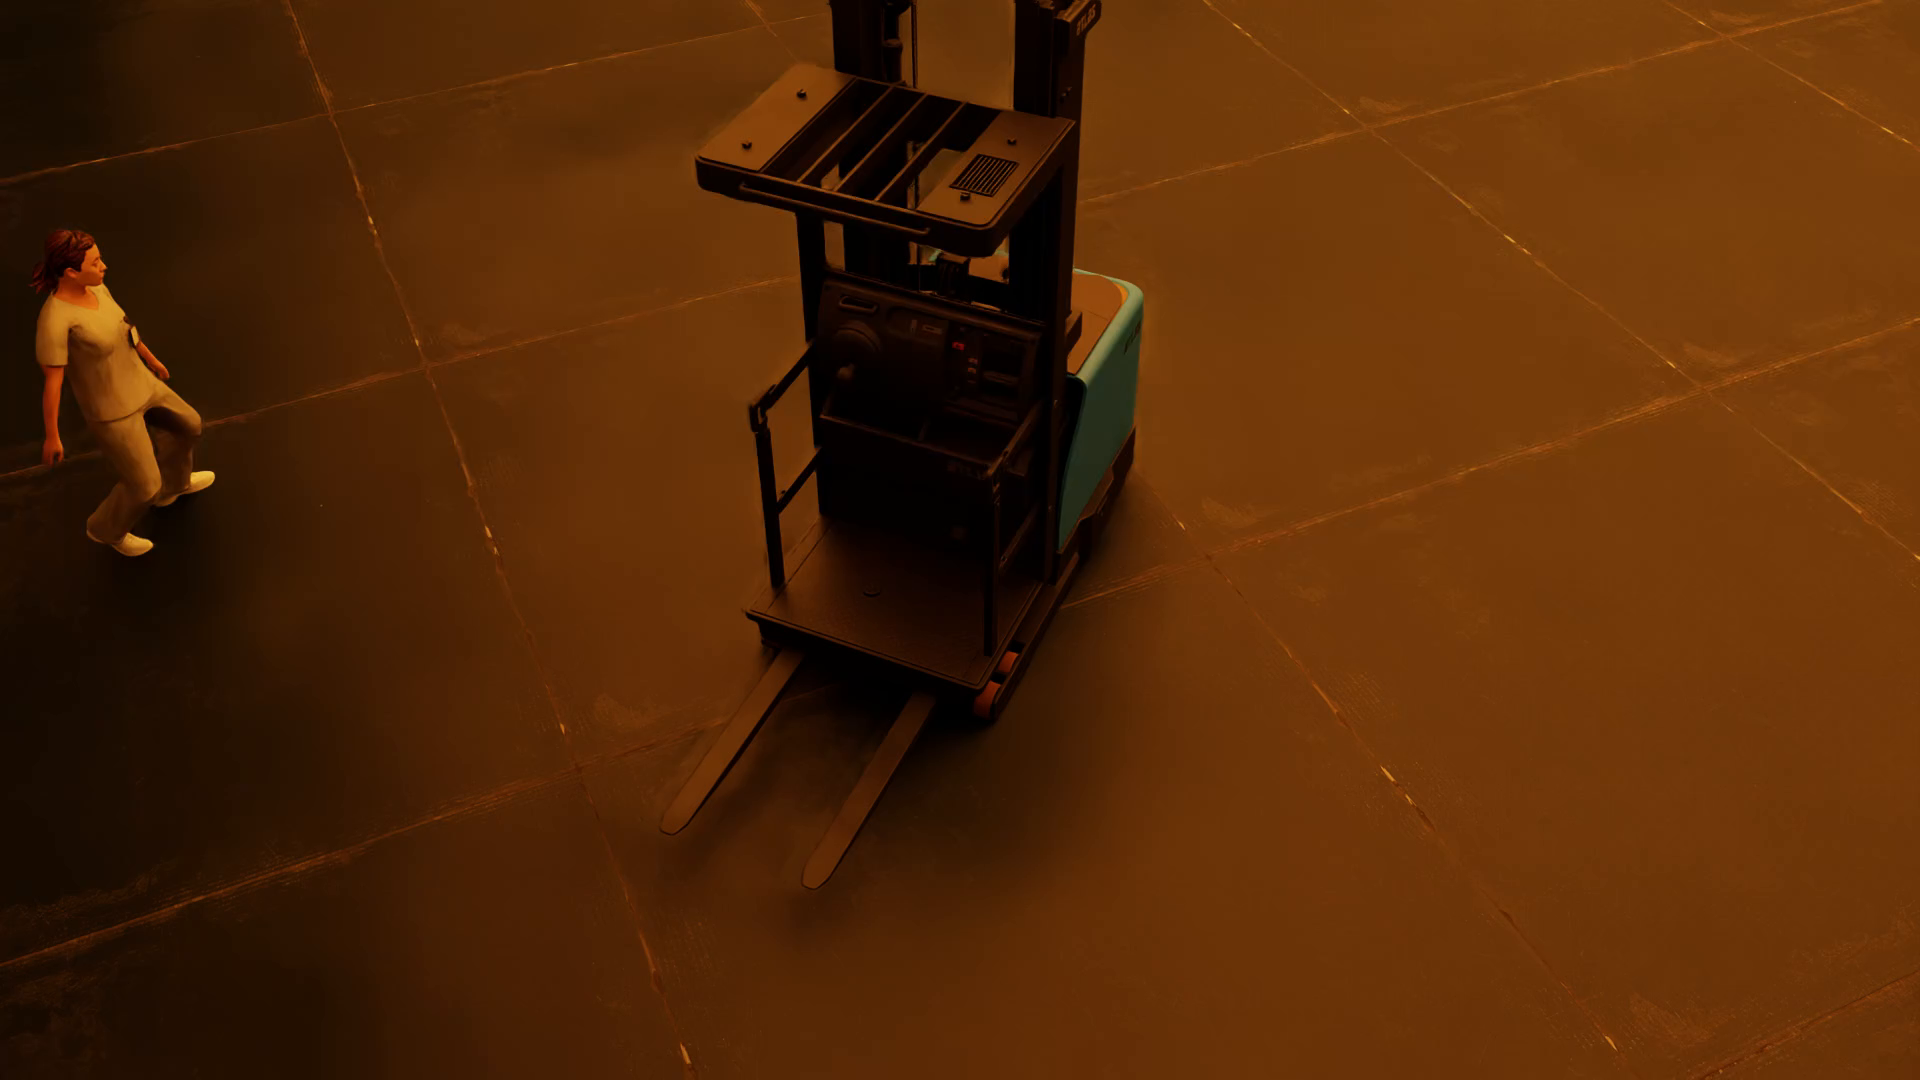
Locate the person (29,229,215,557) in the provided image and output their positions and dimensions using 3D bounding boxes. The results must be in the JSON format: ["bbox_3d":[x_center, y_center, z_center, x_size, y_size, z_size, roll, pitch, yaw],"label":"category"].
[{"bbox_3d":[-3.799,-0.629,7.338,0.477,1.597,0.799,6,43,6],"label":"person"}]

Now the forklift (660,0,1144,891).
[{"bbox_3d":[-0.219,-0.654,6.381,1.130,2.935,3.031,17,46,17],"label":"forklift"}]
